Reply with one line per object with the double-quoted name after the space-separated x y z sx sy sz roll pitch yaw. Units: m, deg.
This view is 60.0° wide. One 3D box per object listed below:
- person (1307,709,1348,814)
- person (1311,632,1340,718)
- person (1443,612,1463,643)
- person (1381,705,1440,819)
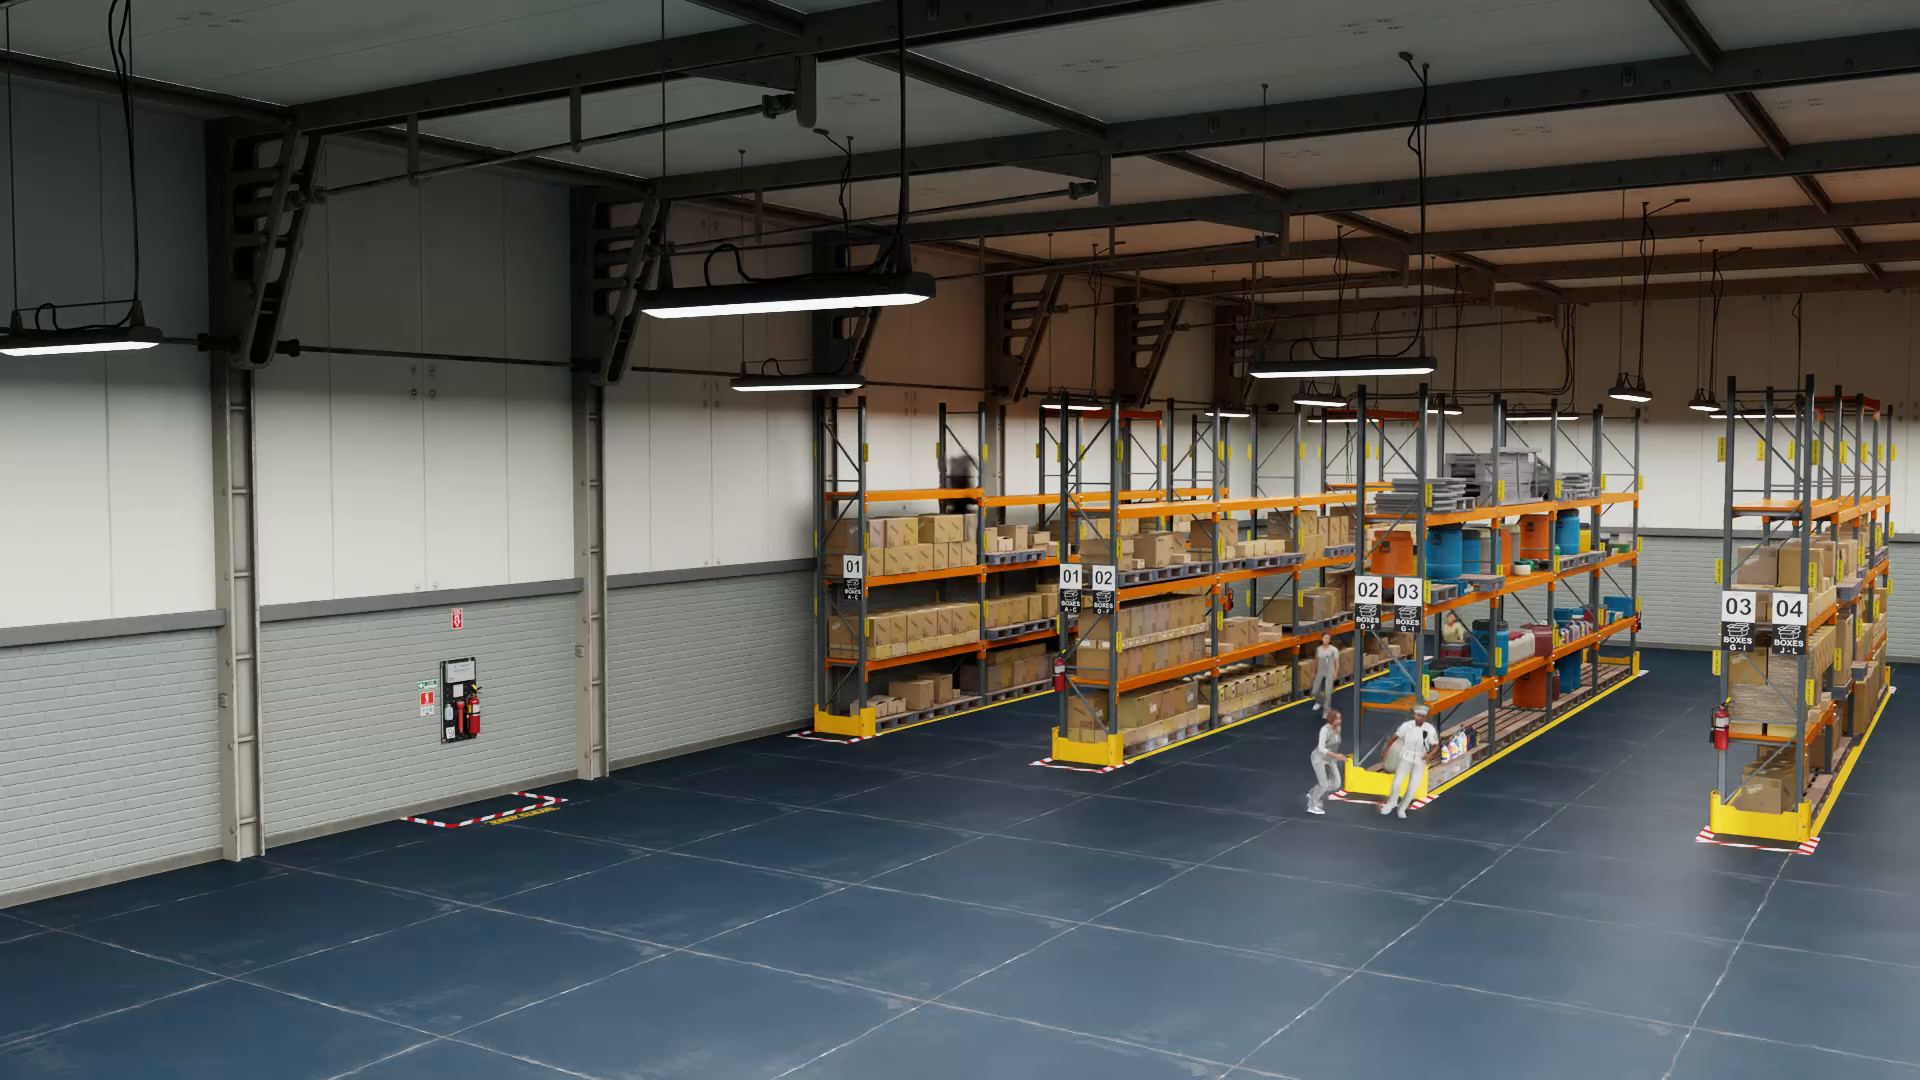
5.059 3.054 22.903 0.523 1.491 0.692 -3 4 -41 "person"
6.910 2.532 31.406 0.616 1.636 0.645 2 4 32 "person"
10.454 2.329 35.394 0.573 1.622 0.713 2 4 38 "person"
6.151 3.042 22.699 0.772 1.611 0.594 1 3 11 "person"
